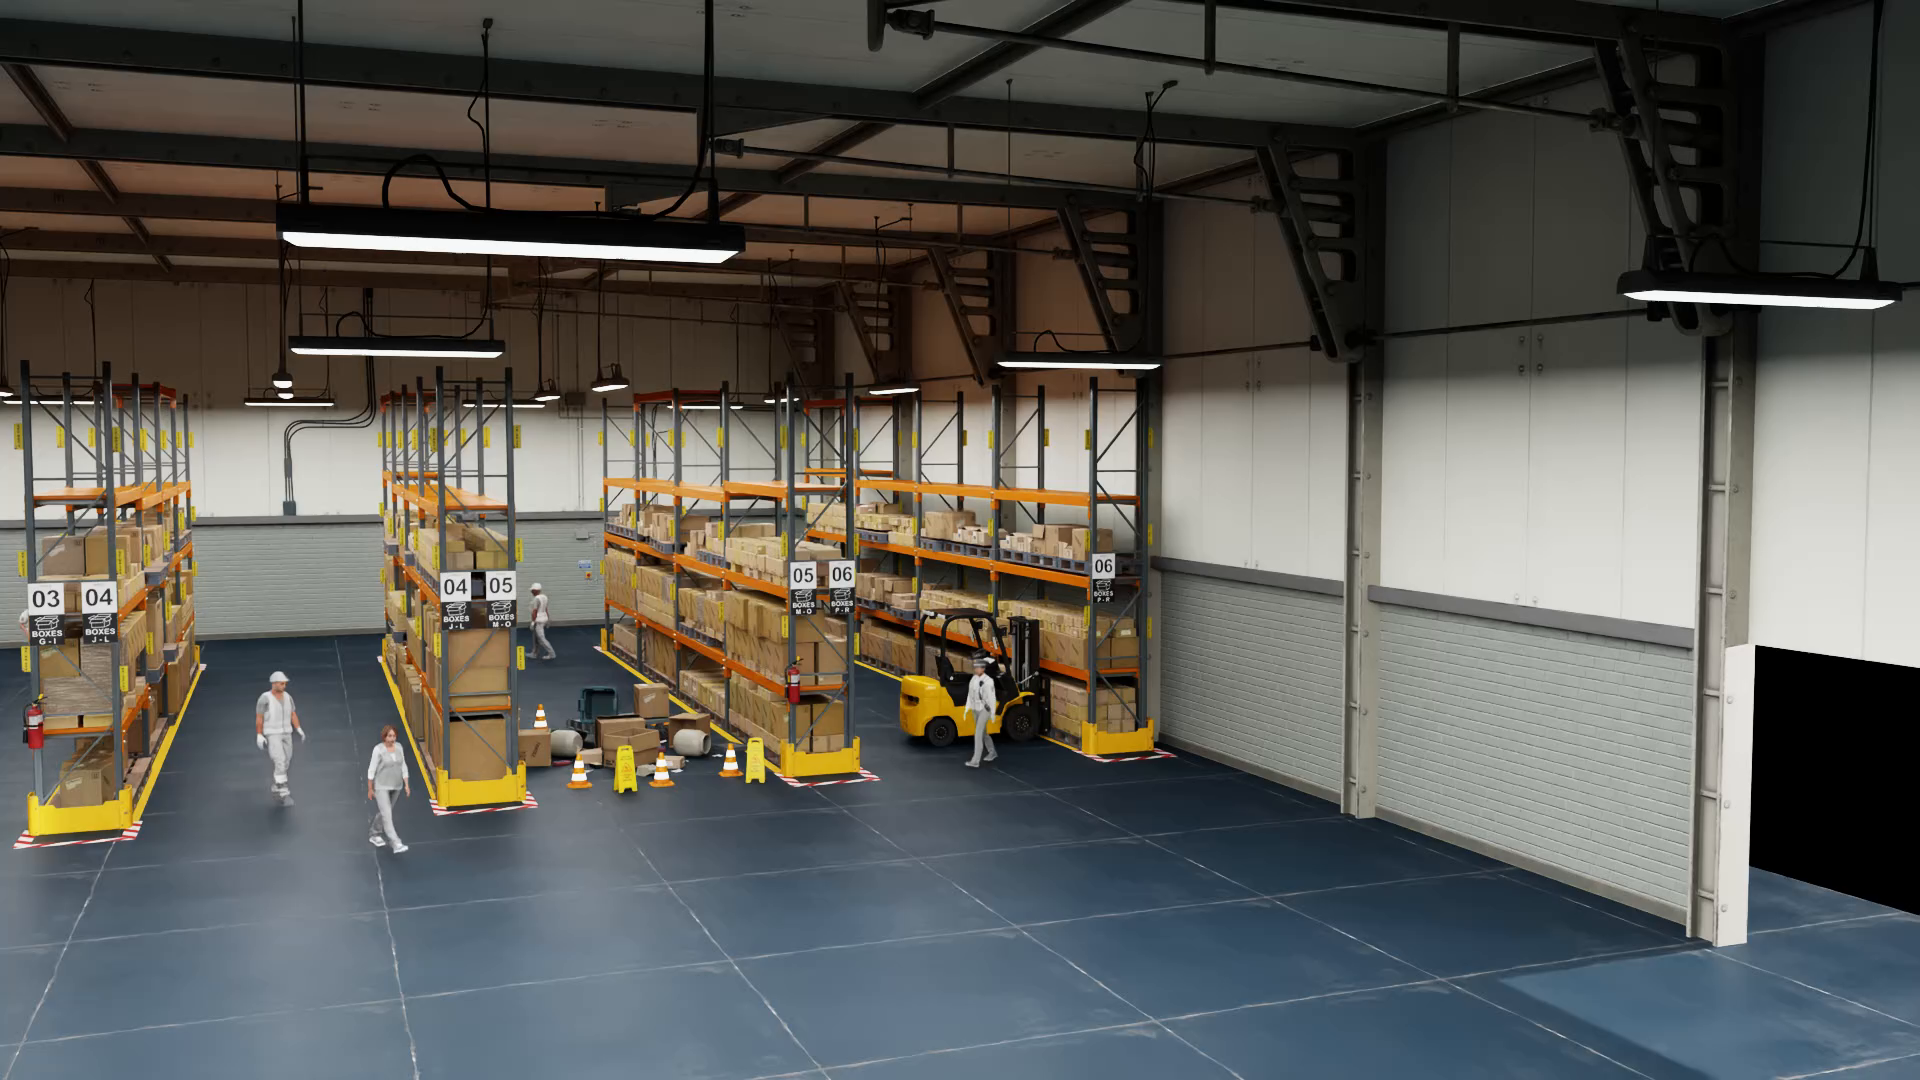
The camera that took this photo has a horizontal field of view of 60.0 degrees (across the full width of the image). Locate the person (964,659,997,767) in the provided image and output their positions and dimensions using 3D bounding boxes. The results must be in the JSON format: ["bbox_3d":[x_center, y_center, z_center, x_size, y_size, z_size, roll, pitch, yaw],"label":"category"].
[{"bbox_3d":[0.311,2.642,25.604,0.840,1.645,0.477,-3,4,-38],"label":"person"}]

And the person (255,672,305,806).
[{"bbox_3d":[-9.357,2.732,23.032,0.756,1.790,0.558,2,4,31],"label":"person"}]

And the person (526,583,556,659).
[{"bbox_3d":[-9.586,1.855,37.836,0.805,1.765,0.581,0,3,4],"label":"person"}]

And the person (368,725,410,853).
[{"bbox_3d":[-6.888,2.999,20.119,1.021,1.533,0.430,2,4,35],"label":"person"}]

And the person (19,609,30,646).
[{"bbox_3d":[-19.716,2.029,35.559,0.614,1.680,0.734,-1,3,-10],"label":"person"}]
